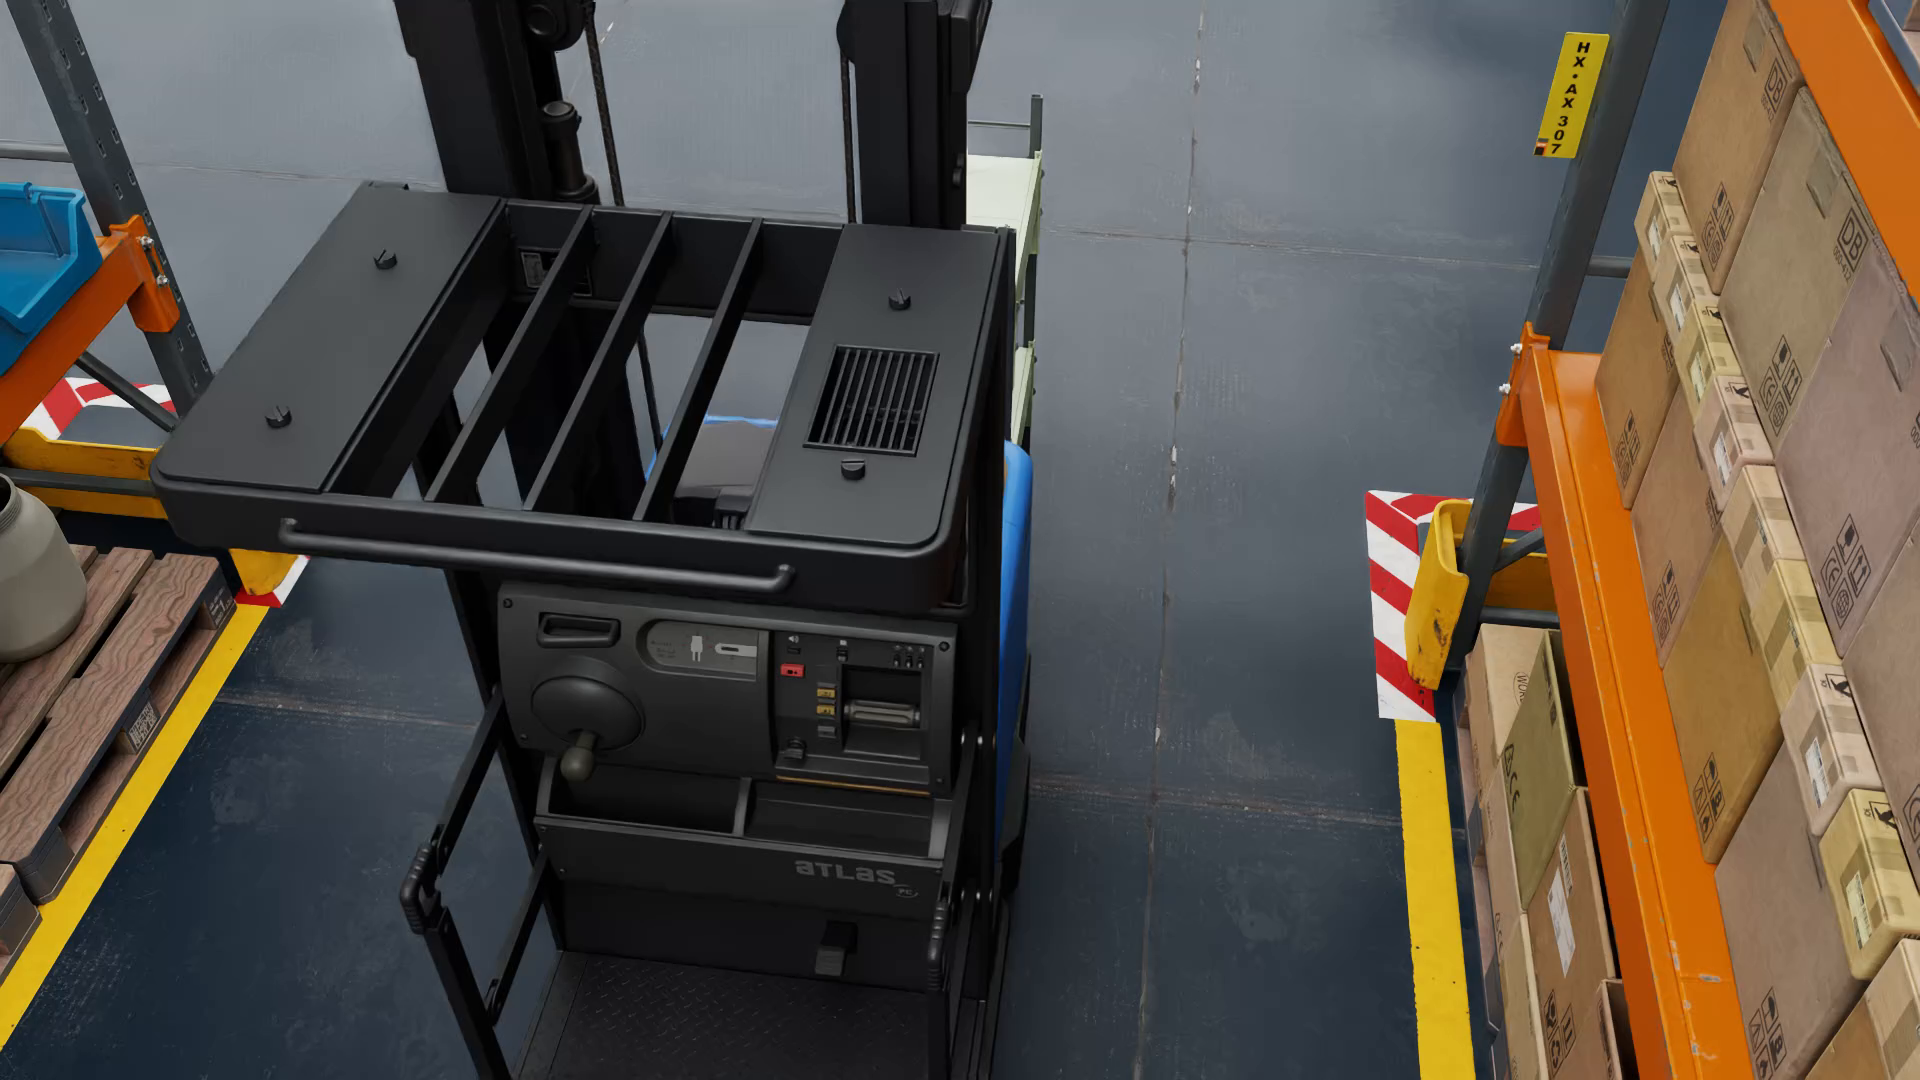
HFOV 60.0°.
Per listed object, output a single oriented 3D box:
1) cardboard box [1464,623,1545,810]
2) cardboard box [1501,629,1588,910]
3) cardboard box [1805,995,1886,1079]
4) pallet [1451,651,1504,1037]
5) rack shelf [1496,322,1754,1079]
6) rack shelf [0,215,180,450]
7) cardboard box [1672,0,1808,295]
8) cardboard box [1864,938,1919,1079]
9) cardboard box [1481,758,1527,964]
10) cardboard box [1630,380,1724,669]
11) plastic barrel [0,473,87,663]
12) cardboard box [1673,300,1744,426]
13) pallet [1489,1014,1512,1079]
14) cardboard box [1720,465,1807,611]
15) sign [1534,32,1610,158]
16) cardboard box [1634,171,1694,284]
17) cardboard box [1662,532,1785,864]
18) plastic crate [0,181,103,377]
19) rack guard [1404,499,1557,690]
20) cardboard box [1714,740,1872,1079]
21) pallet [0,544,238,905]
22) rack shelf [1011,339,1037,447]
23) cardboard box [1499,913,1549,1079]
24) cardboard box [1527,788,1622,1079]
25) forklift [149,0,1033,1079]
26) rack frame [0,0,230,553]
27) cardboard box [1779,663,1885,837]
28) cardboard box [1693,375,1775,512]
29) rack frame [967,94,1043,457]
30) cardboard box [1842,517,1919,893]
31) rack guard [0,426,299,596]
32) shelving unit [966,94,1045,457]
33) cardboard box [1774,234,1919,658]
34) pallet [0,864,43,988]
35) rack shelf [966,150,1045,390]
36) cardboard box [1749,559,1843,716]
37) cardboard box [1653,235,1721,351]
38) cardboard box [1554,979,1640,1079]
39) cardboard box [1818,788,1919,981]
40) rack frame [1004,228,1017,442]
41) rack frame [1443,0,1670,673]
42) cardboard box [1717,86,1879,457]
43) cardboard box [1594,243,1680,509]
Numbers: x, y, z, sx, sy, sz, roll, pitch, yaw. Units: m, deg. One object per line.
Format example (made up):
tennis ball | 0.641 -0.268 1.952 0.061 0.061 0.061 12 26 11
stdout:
cardboard box | 1.730 0.520 4.713 0.500 0.250 0.500 5 44 6
cardboard box | 1.666 0.589 4.095 0.500 0.500 0.500 5 44 6
cardboard box | 1.679 1.014 2.425 0.700 0.500 0.500 6 44 6
pallet | 1.962 0.867 4.681 1.003 0.211 1.213 5 44 6
rack shelf | 1.757 0.953 3.085 1.077 0.370 4.000 5 44 6
rack shelf | -3.152 0.501 3.563 1.077 0.370 4.000 5 44 6
cardboard box | 1.940 -0.825 3.424 0.700 0.500 0.500 5 44 6
cardboard box | 1.486 0.713 2.271 0.380 0.149 0.250 6 44 7
cardboard box | 1.668 0.861 4.353 0.500 0.250 0.500 5 44 6
cardboard box | 1.883 -0.032 3.529 0.700 0.500 0.500 6 44 7
plastic barrel | -2.899 0.083 4.985 0.421 0.512 0.421 0 43 0
cardboard box | 1.690 -0.345 3.388 0.380 0.149 0.250 5 44 6
pallet | 1.798 1.696 3.806 1.003 0.211 1.213 5 44 6
cardboard box | 1.621 0.009 3.015 0.380 0.149 0.250 4 44 4
sign | 1.472 -1.069 4.010 0.100 0.325 0.005 5 44 6
cardboard box | 1.756 -0.695 3.758 0.380 0.149 0.250 5 44 5
cardboard box | 1.811 0.306 3.173 0.700 0.500 0.500 6 44 6
plastic crate | -2.657 -0.701 4.417 0.499 0.251 0.616 5 44 6
rack guard | 2.025 0.220 5.154 1.175 0.500 0.348 5 44 6
cardboard box | 1.745 0.665 2.793 0.700 0.500 0.500 6 44 7
pallet | -2.964 0.498 5.070 1.003 0.211 1.213 5 44 6
rack shelf | 0.001 -0.312 5.463 0.431 0.370 0.720 5 44 6
cardboard box | 1.601 1.202 3.993 0.500 0.250 0.500 5 44 6
cardboard box | 1.613 0.931 3.734 0.500 0.500 0.500 5 44 6
forklift | -0.497 0.405 3.190 1.130 2.935 3.031 5 44 6
rack frame | -2.888 -1.124 4.755 1.000 3.000 0.127 5 44 6
cardboard box | 1.552 0.353 2.652 0.380 0.149 0.250 6 44 6
cardboard box | 1.654 -0.173 3.207 0.380 0.149 0.250 5 44 5
rack frame | 0.049 -0.799 5.503 0.400 1.500 0.023 5 44 6
cardboard box | 1.744 0.219 2.321 0.700 0.500 0.500 5 44 6
rack guard | -2.851 -0.160 5.555 1.175 0.500 0.348 5 44 6
shelving unit | 0.001 -0.549 5.239 0.431 1.500 0.755 5 44 6
cardboard box | 1.810 -0.123 2.682 0.700 0.500 0.500 5 44 6
pallet | -3.128 1.327 4.195 1.003 0.211 1.213 5 44 6
rack shelf | 0.001 -0.833 4.971 0.431 0.370 0.720 5 44 6
cardboard box | 1.588 0.183 2.831 0.380 0.149 0.250 5 44 5
cardboard box | 1.724 -0.515 3.568 0.380 0.149 0.250 4 44 4
cardboard box | 1.529 1.270 3.376 0.500 0.500 0.500 5 44 6
cardboard box | 1.518 0.532 2.462 0.380 0.149 0.250 7 44 7
rack frame | -0.048 -0.300 4.976 0.400 1.500 0.023 5 44 6
rack frame | 2.022 -0.671 4.277 1.000 3.000 0.127 5 44 6
cardboard box | 1.876 -0.466 3.045 0.700 0.500 0.500 4 44 4
cardboard box | 1.947 -0.390 3.908 0.700 0.500 0.500 5 44 6
